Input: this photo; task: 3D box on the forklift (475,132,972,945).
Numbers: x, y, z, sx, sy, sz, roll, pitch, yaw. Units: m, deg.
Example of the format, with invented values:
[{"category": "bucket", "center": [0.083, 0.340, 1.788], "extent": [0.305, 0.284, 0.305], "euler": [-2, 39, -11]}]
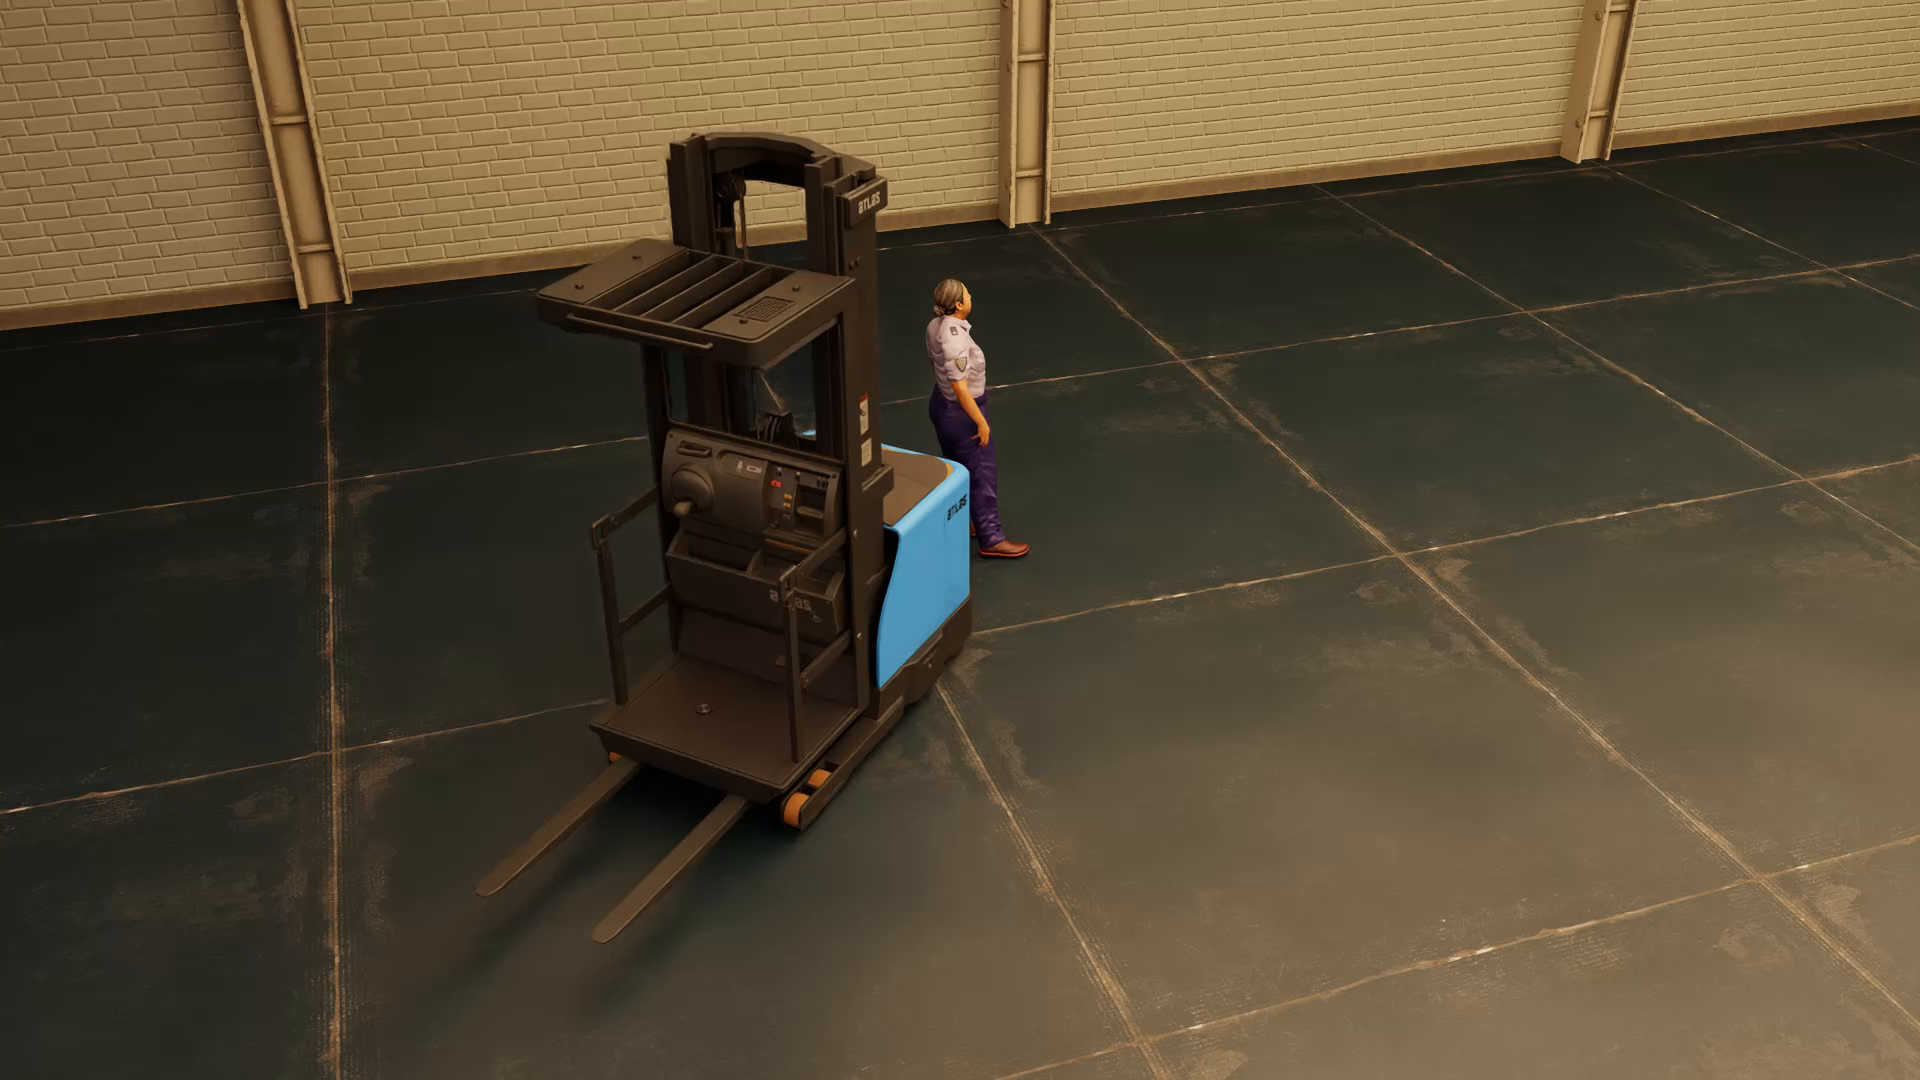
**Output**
[{"category": "forklift", "center": [-1.055, -0.188, 7.414], "extent": [1.130, 2.935, 3.031], "euler": [14, 33, 23]}]

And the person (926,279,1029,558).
[{"category": "person", "center": [0.093, -0.724, 9.618], "extent": [0.502, 1.651, 0.598], "euler": [-10, 31, -16]}]
